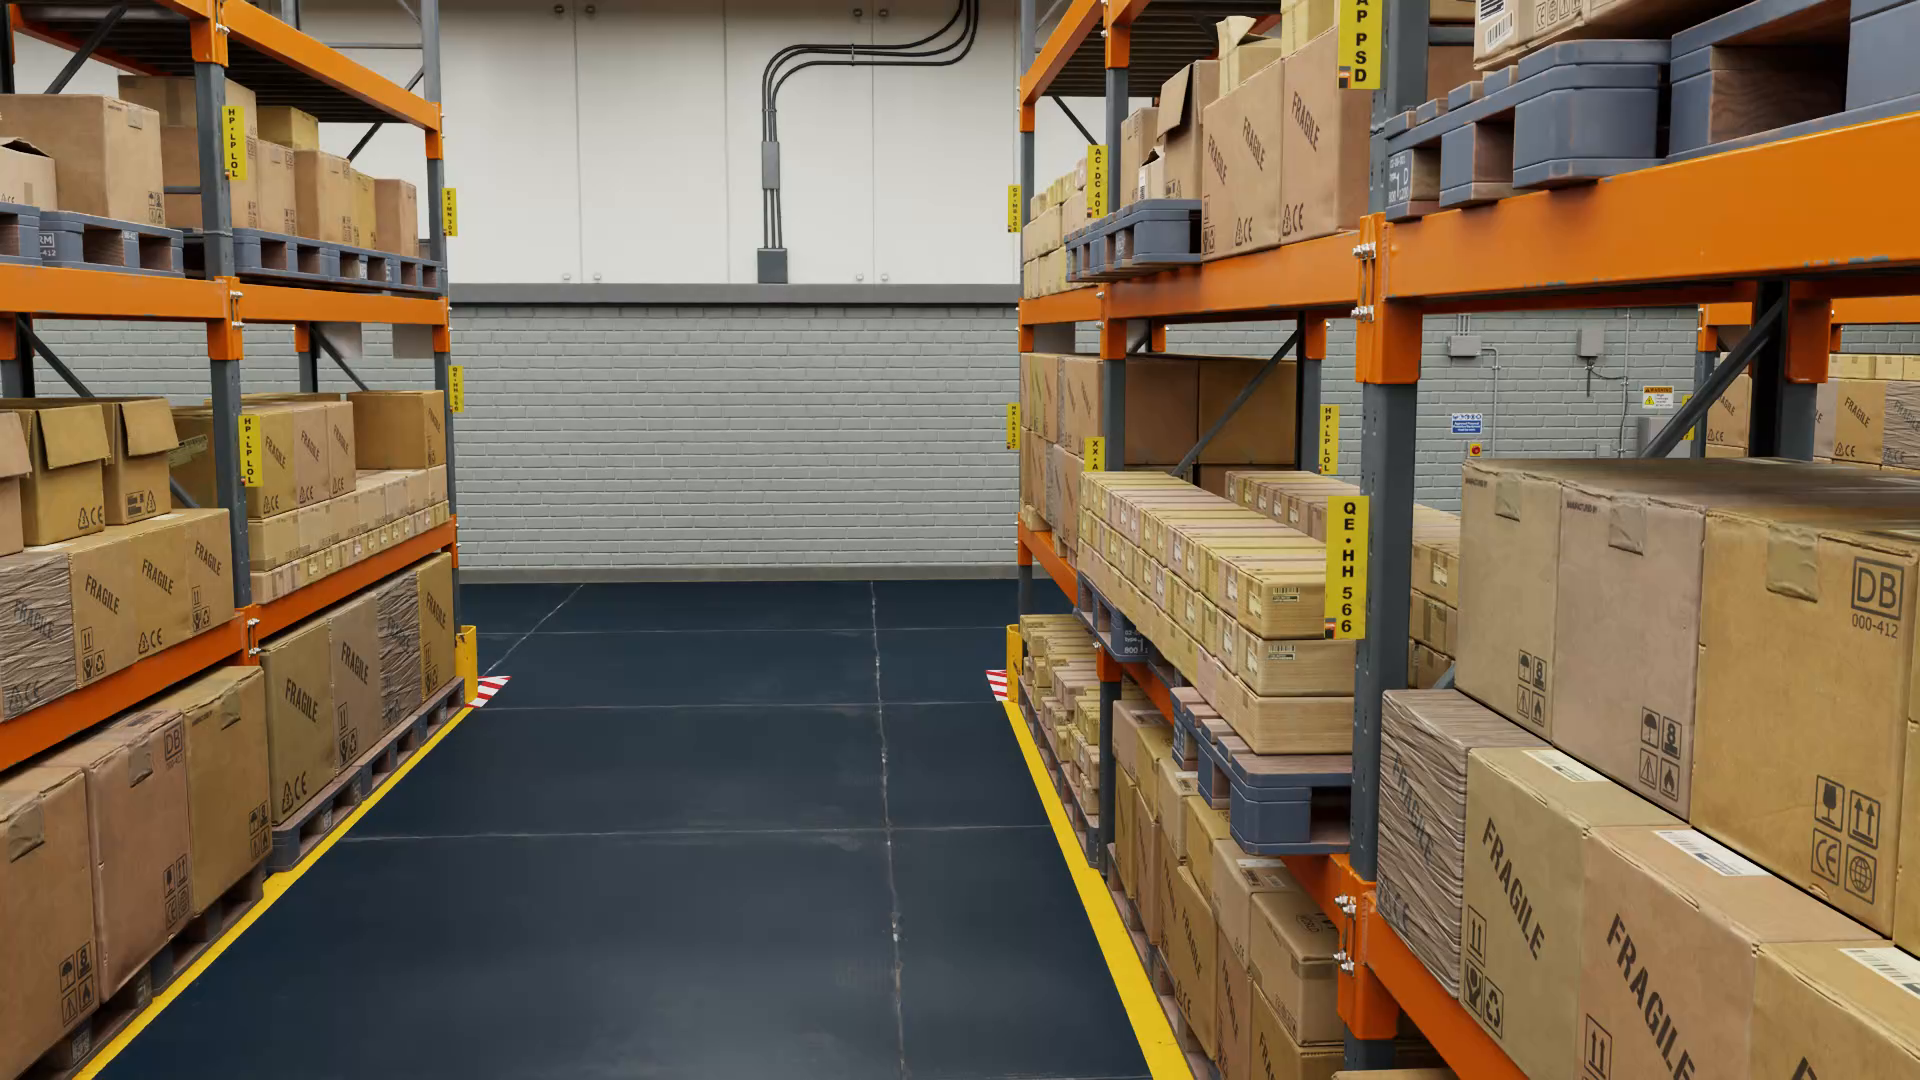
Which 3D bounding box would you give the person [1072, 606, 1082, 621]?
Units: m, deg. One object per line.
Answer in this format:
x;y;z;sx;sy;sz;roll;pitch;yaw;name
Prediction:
1.160;-0.056;14.816;0.366;1.648;0.444;0;7;-3;person
